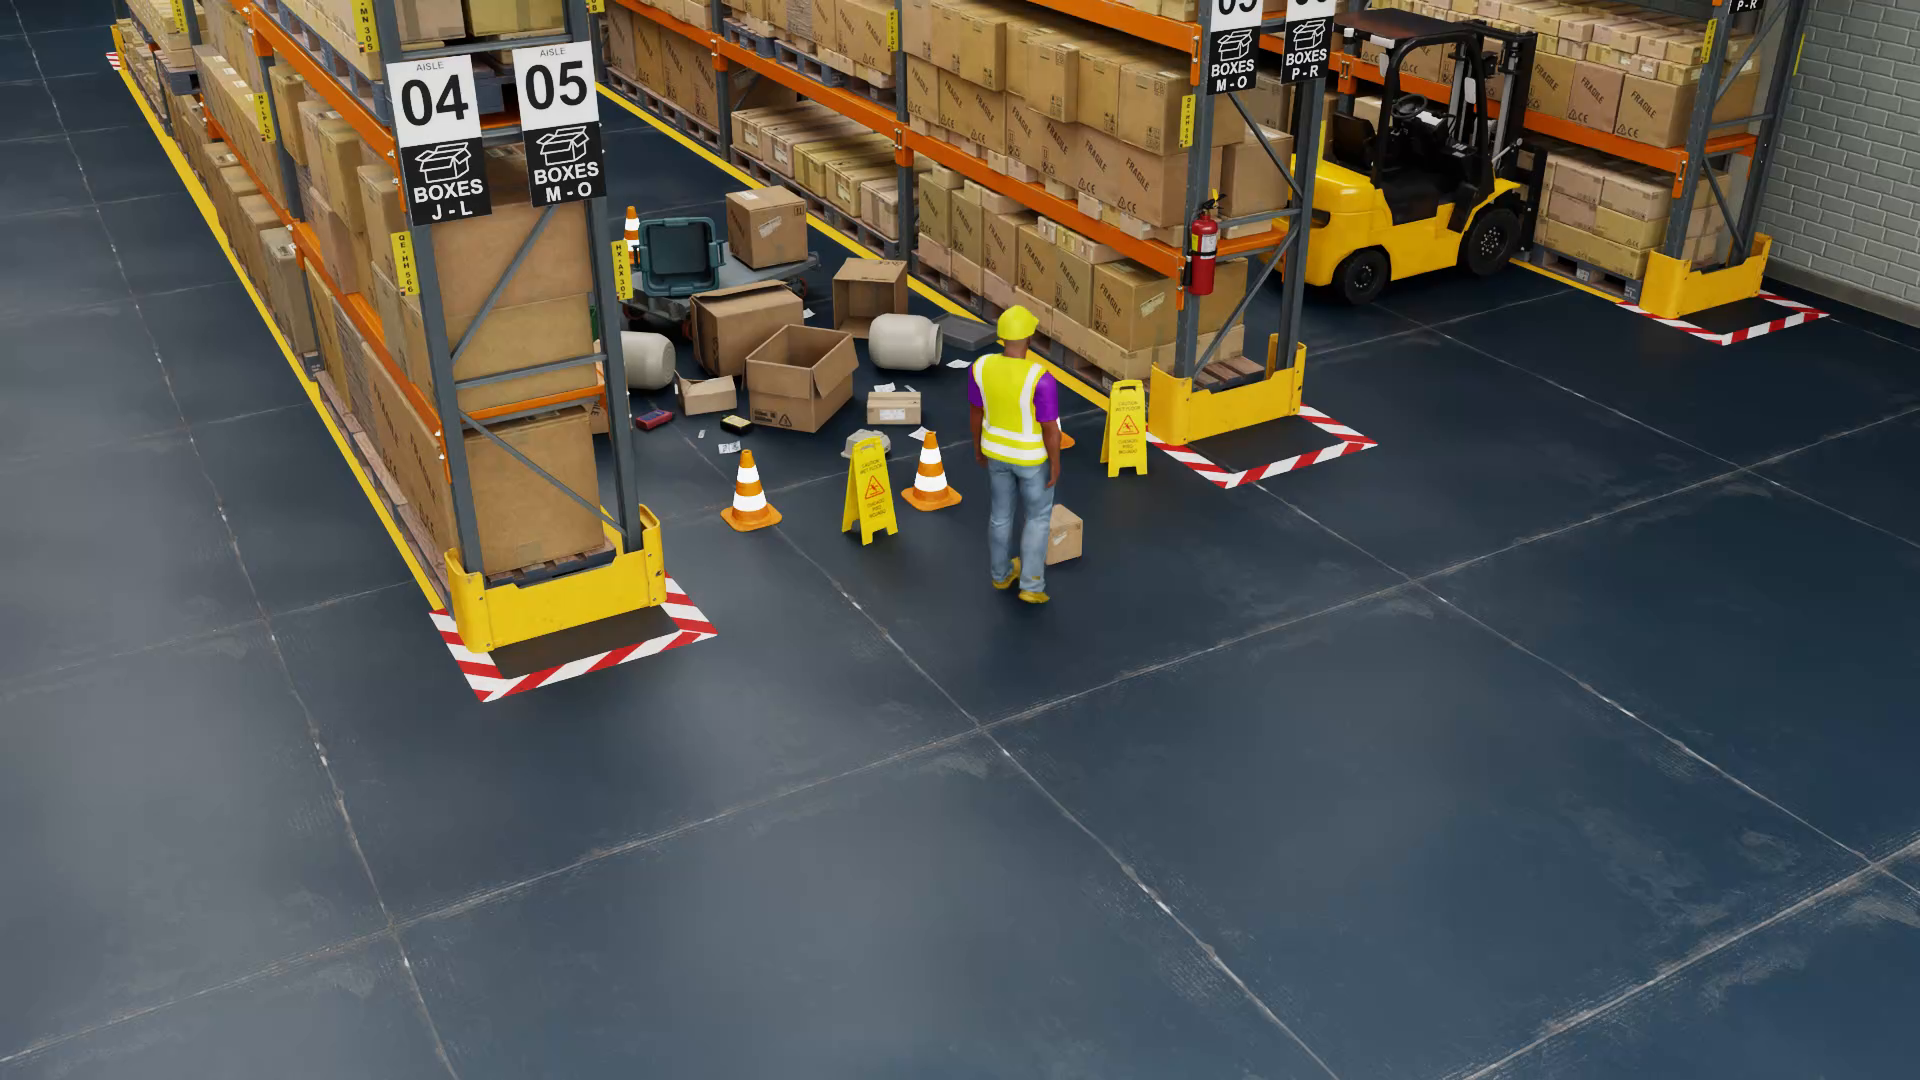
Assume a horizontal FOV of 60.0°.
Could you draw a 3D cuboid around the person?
[{"bbox_3d":[0.333,-0.470,9.470,0.577,1.849,0.418,16,33,27],"label":"person"}]
